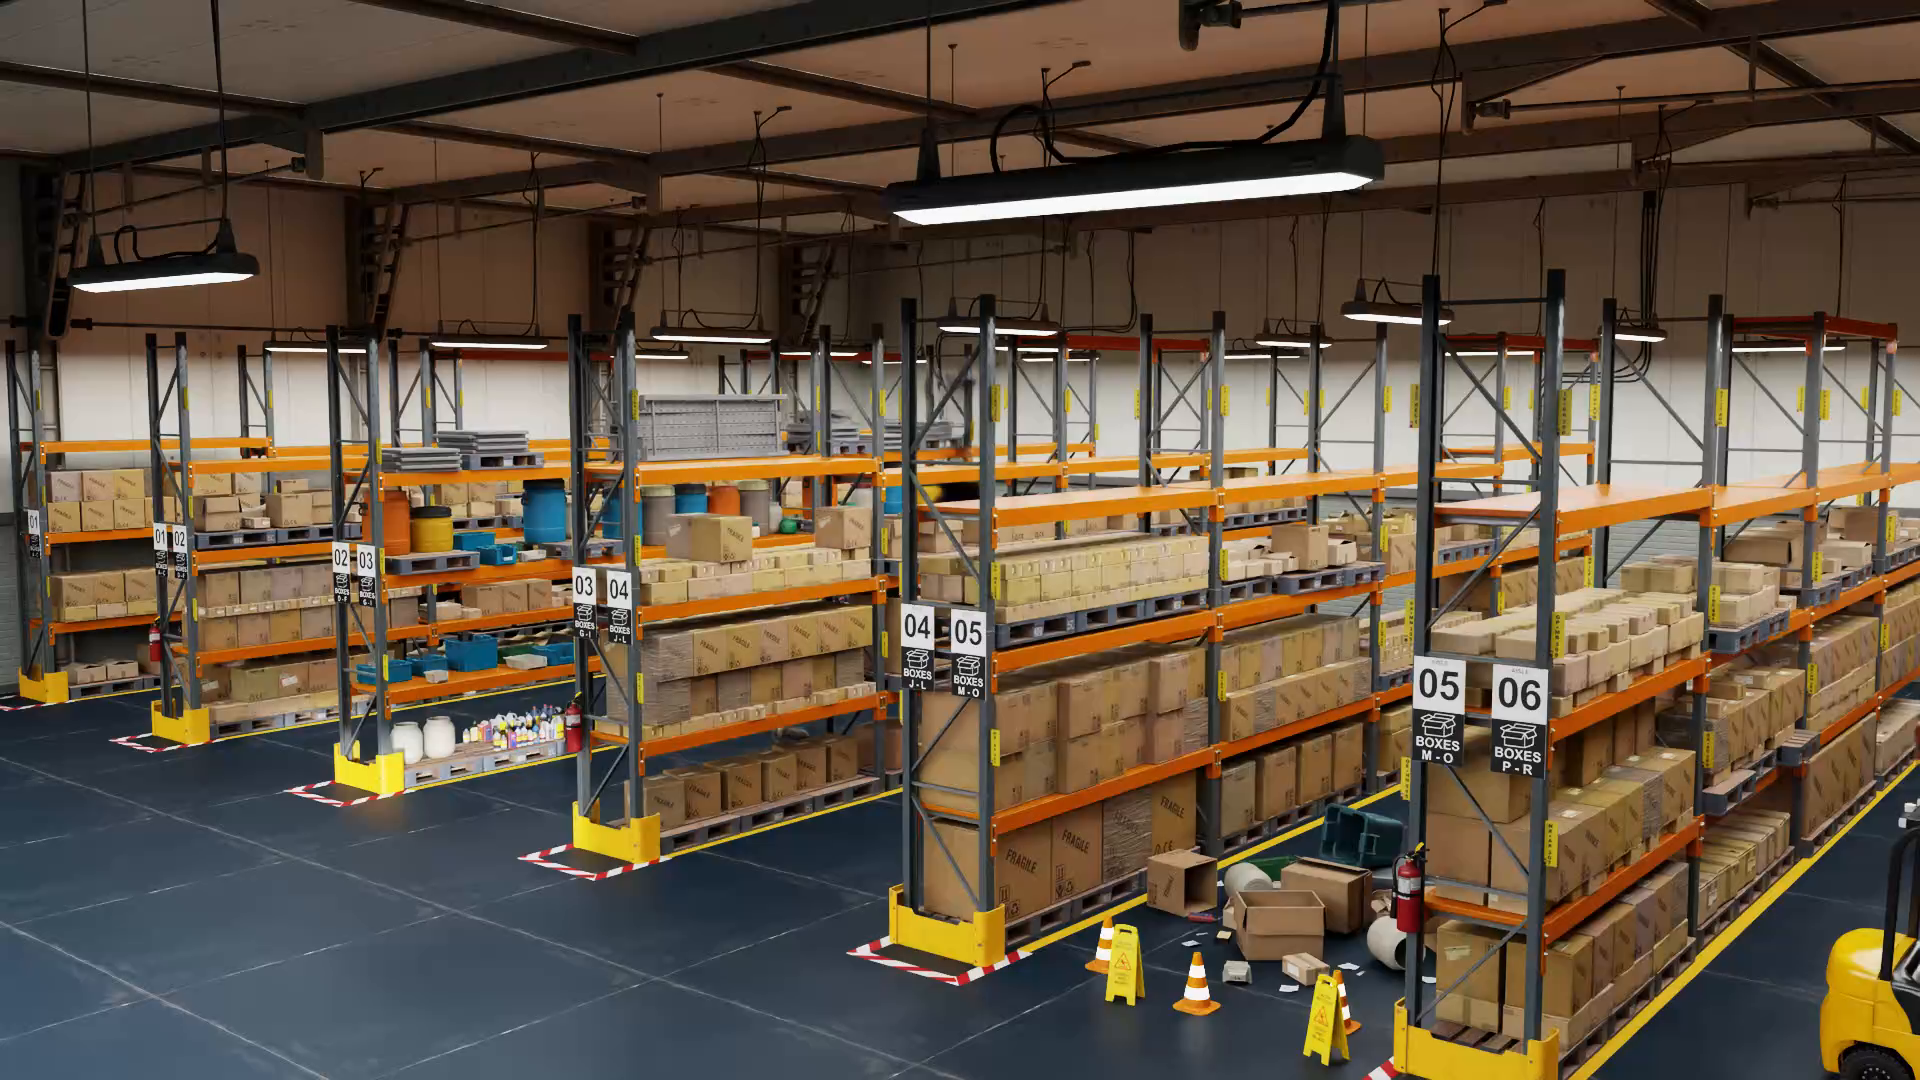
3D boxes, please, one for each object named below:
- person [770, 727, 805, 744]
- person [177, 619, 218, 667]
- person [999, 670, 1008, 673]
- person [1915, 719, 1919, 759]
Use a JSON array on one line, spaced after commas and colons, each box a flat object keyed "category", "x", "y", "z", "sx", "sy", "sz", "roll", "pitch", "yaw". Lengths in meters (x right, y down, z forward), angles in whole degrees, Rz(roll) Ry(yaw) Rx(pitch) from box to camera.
[{"category": "person", "x": -2.444, "y": 2.246, "z": 22.956, "sx": 0.658, "sy": 1.730, "sz": 0.578, "roll": 5, "pitch": 7, "yaw": 42}, {"category": "person", "x": -12.249, "y": 1.992, "z": 26.670, "sx": 0.736, "sy": 1.569, "sz": 0.866, "roll": 1, "pitch": 5, "yaw": 12}, {"category": "person", "x": 0.741, "y": 2.448, "z": 21.177, "sx": 0.746, "sy": 1.717, "sz": 1.057, "roll": 3, "pitch": 6, "yaw": 27}, {"category": "person", "x": 11.630, "y": 2.528, "z": 19.571, "sx": 0.640, "sy": 1.733, "sz": 0.738, "roll": 4, "pitch": 7, "yaw": 38}]
